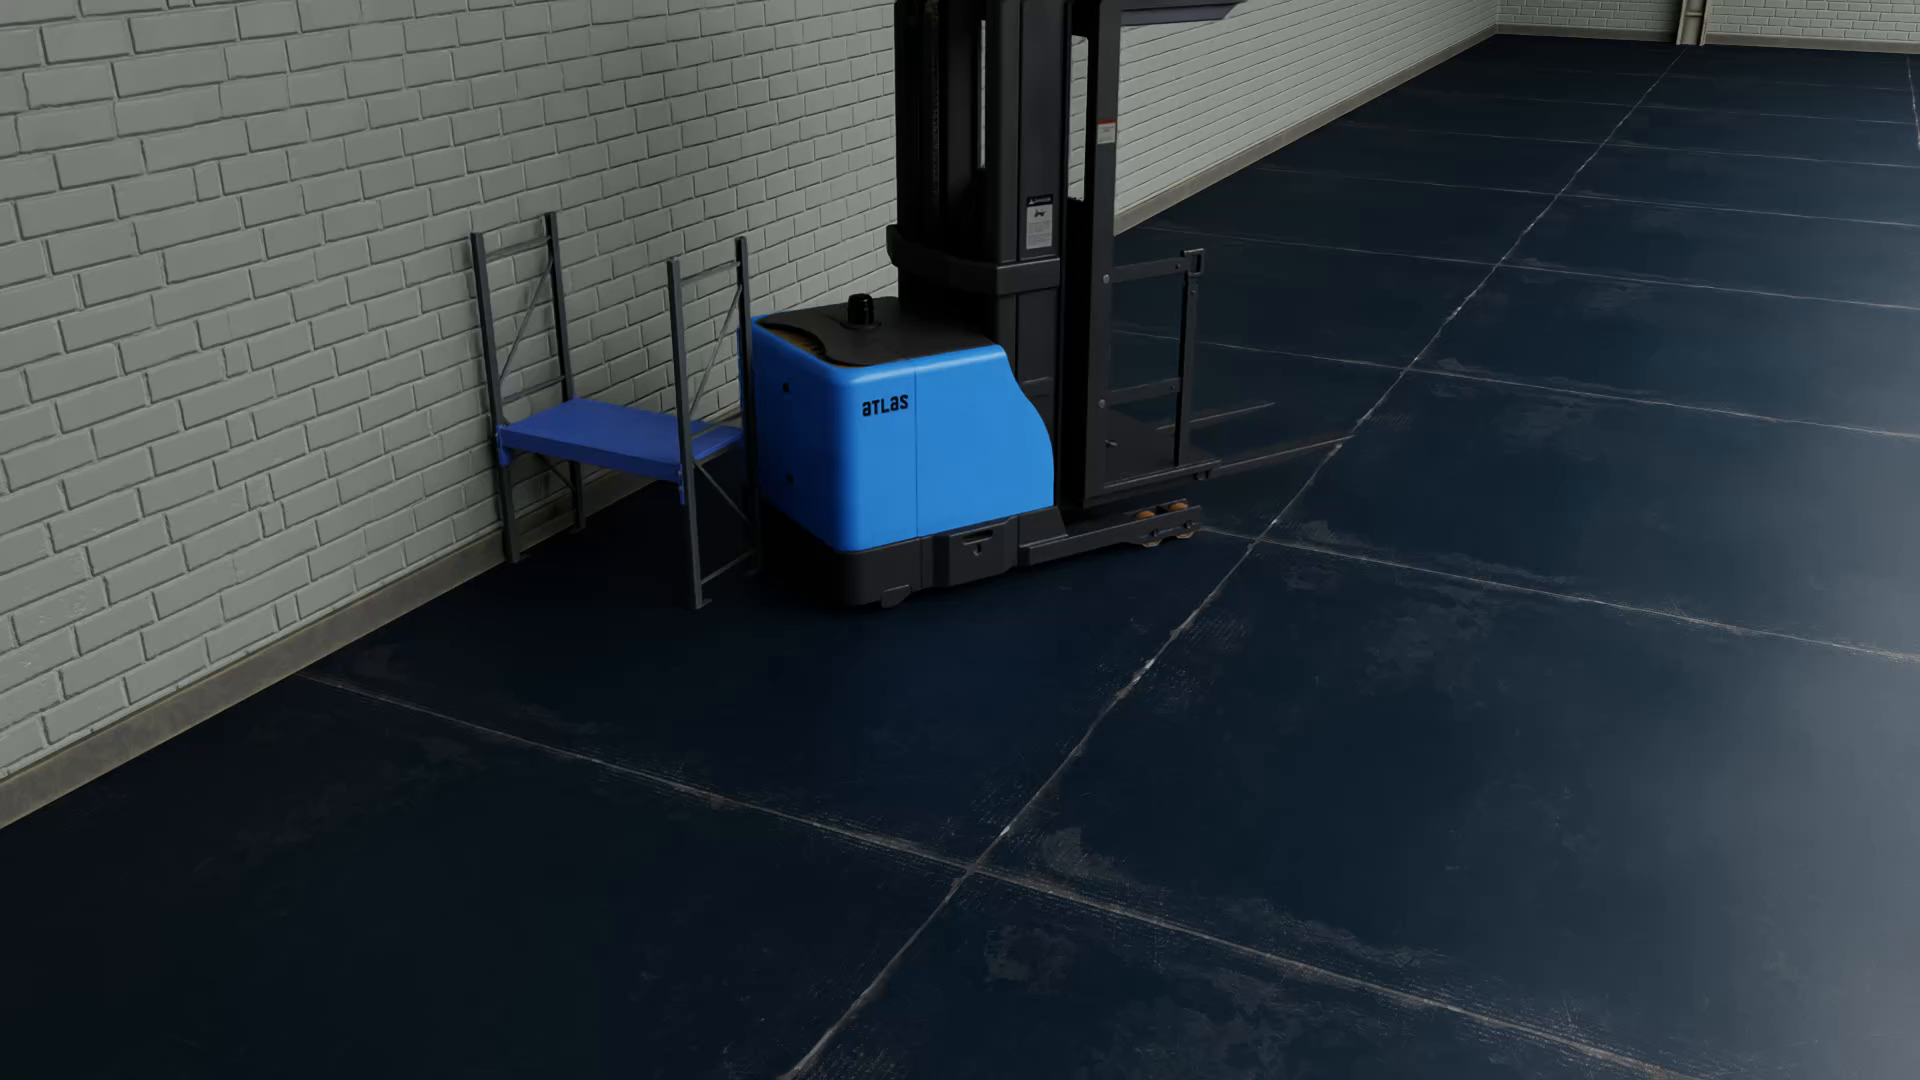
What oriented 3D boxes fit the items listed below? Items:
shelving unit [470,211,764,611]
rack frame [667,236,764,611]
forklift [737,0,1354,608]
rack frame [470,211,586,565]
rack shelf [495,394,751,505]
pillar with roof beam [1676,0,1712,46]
[{"bbox_3d":[-1.458,-0.573,7.181,1.048,1.500,0.538,12,26,26],"label":"shelving unit"},{"bbox_3d":[-1.011,-0.479,6.959,0.032,1.500,0.500,12,26,26],"label":"rack frame"},{"bbox_3d":[0.531,-1.476,7.475,3.031,2.935,1.130,-13,26,-29],"label":"forklift"},{"bbox_3d":[-1.906,-0.668,7.403,0.032,1.500,0.500,12,26,26],"label":"rack frame"},{"bbox_3d":[-1.458,-0.408,7.252,1.000,0.185,0.538,12,26,26],"label":"rack shelf"},{"bbox_3d":[9.460,-10.386,20.673,0.400,9.000,9.100,11,25,25],"label":"pillar with roof beam"}]
